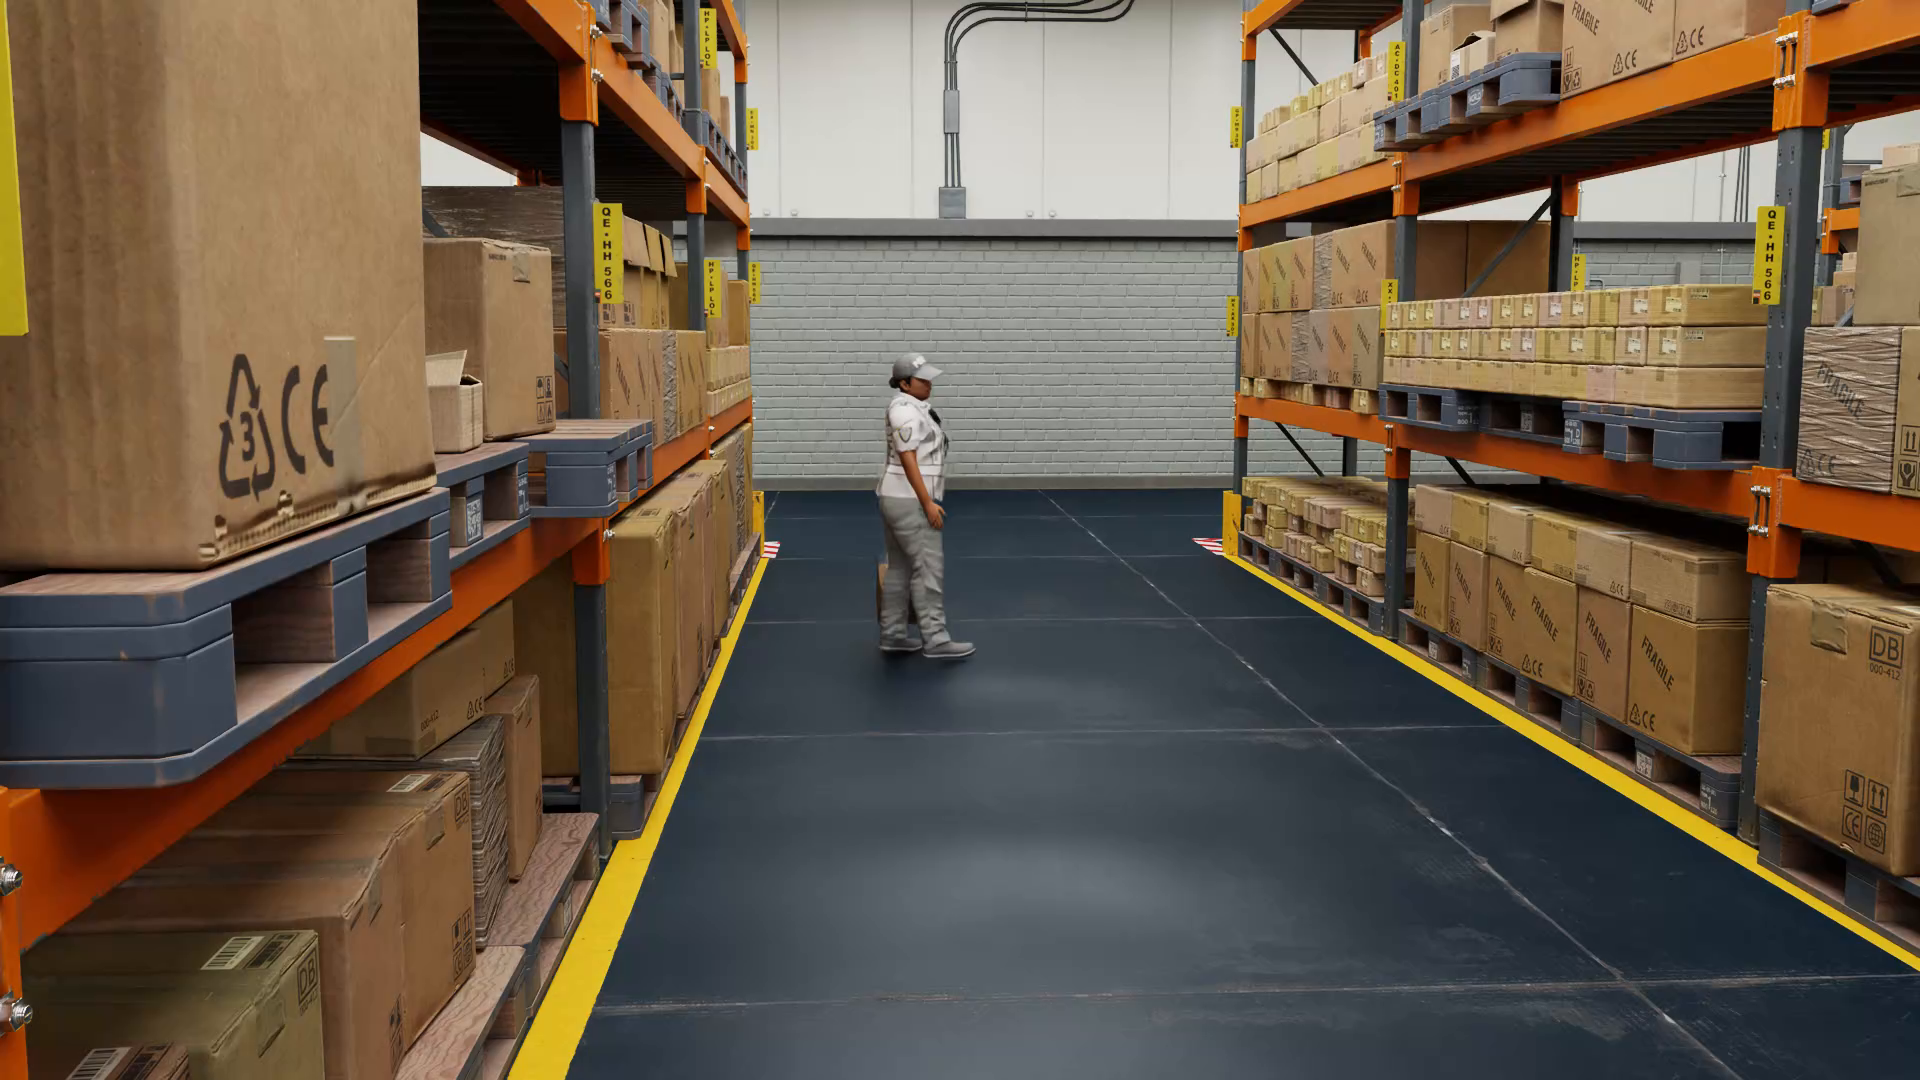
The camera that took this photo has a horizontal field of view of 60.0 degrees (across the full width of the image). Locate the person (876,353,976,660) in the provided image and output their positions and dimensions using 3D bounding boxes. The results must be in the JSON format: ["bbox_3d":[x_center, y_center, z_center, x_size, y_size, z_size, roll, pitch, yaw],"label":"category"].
[{"bbox_3d":[-0.188,-0.185,9.096,0.538,1.669,0.550,-1,7,-5],"label":"person"}]
